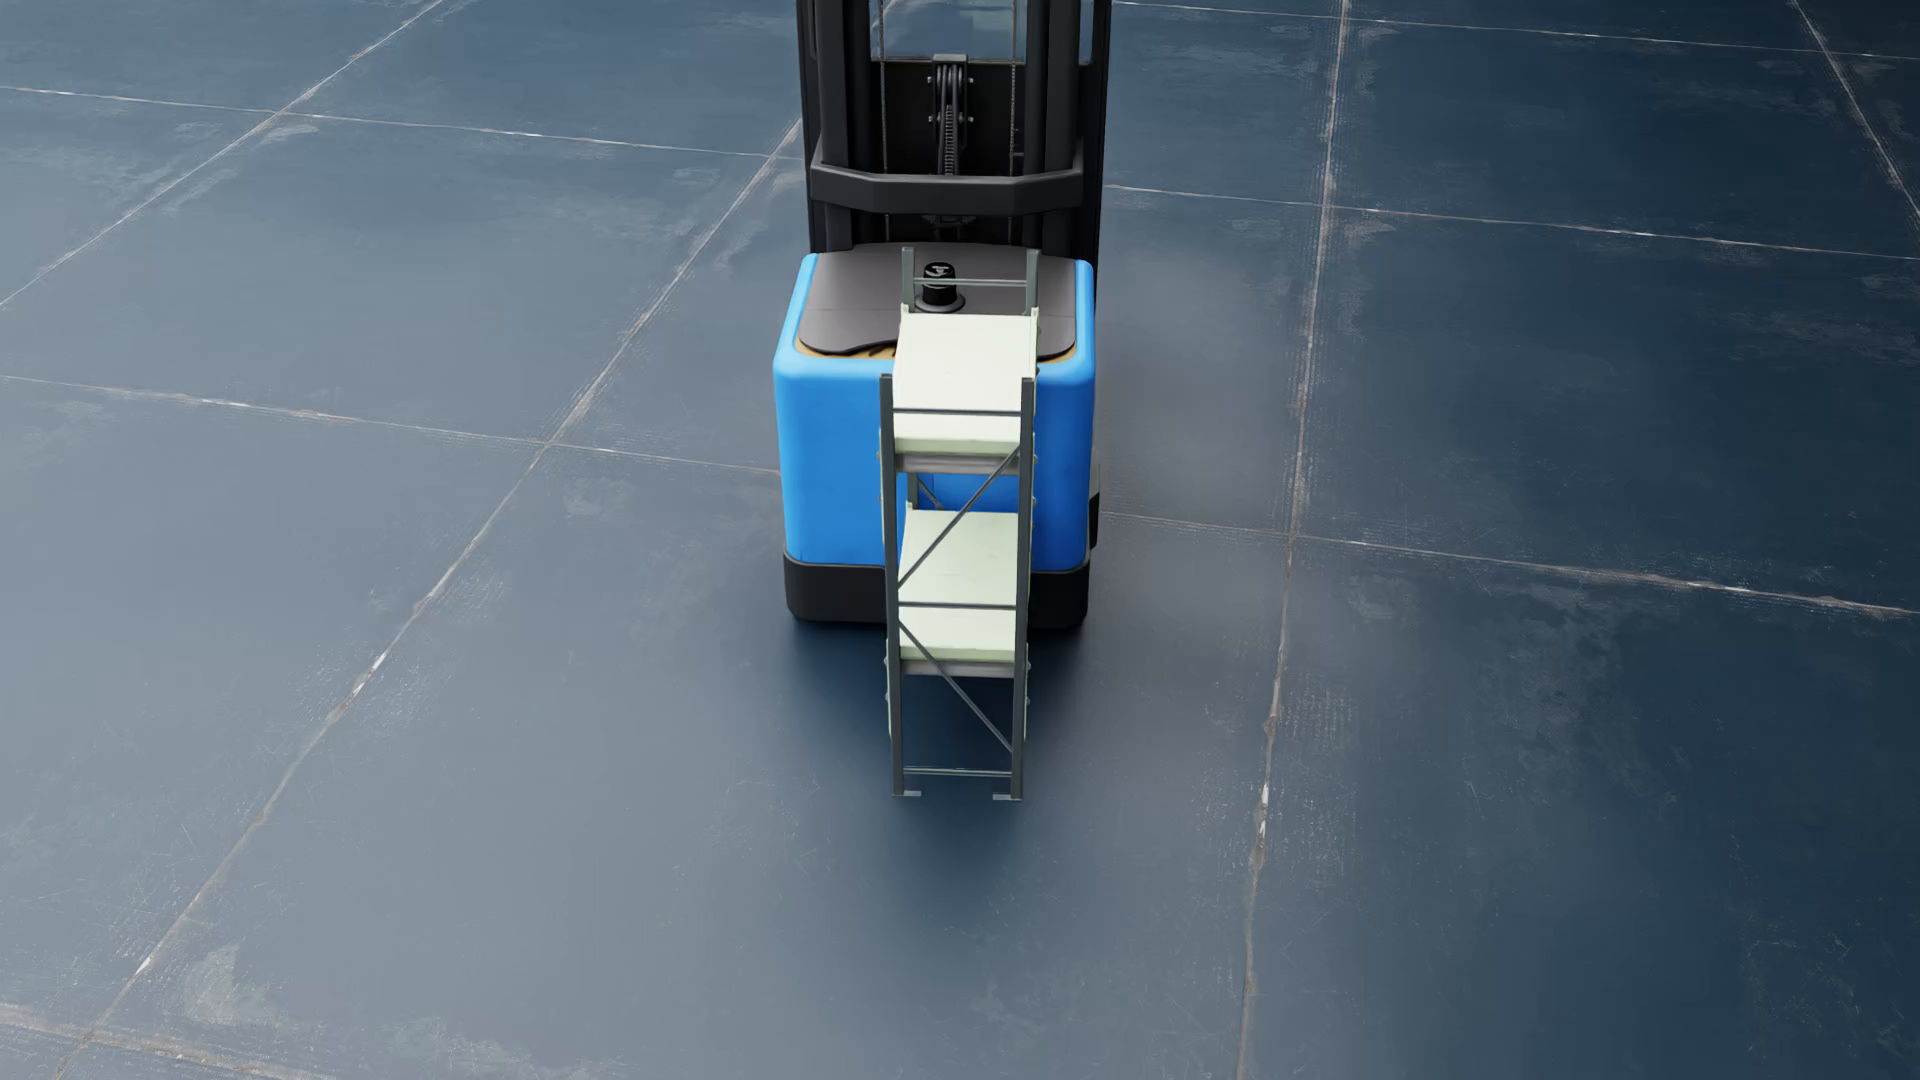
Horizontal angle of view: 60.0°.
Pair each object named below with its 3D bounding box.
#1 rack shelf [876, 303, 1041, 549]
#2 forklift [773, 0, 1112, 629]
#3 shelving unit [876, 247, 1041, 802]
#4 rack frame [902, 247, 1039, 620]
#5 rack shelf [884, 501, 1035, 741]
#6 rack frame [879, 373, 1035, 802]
[{"bbox_3d":[0.011,-0.341,4.778,0.431,0.370,0.720,2,36,2],"label":"rack shelf"},{"bbox_3d":[-0.008,-1.724,6.131,1.130,2.935,3.031,2,36,2],"label":"forklift"},{"bbox_3d":[0.011,-0.025,5.007,0.431,1.500,0.755,2,36,2],"label":"shelving unit"},{"bbox_3d":[0.030,-0.240,5.303,0.400,1.500,0.023,2,36,2],"label":"rack frame"},{"bbox_3d":[0.011,0.239,5.198,0.431,0.370,0.720,2,36,2],"label":"rack shelf"},{"bbox_3d":[-0.009,0.189,4.711,0.400,1.500,0.023,2,36,2],"label":"rack frame"}]
